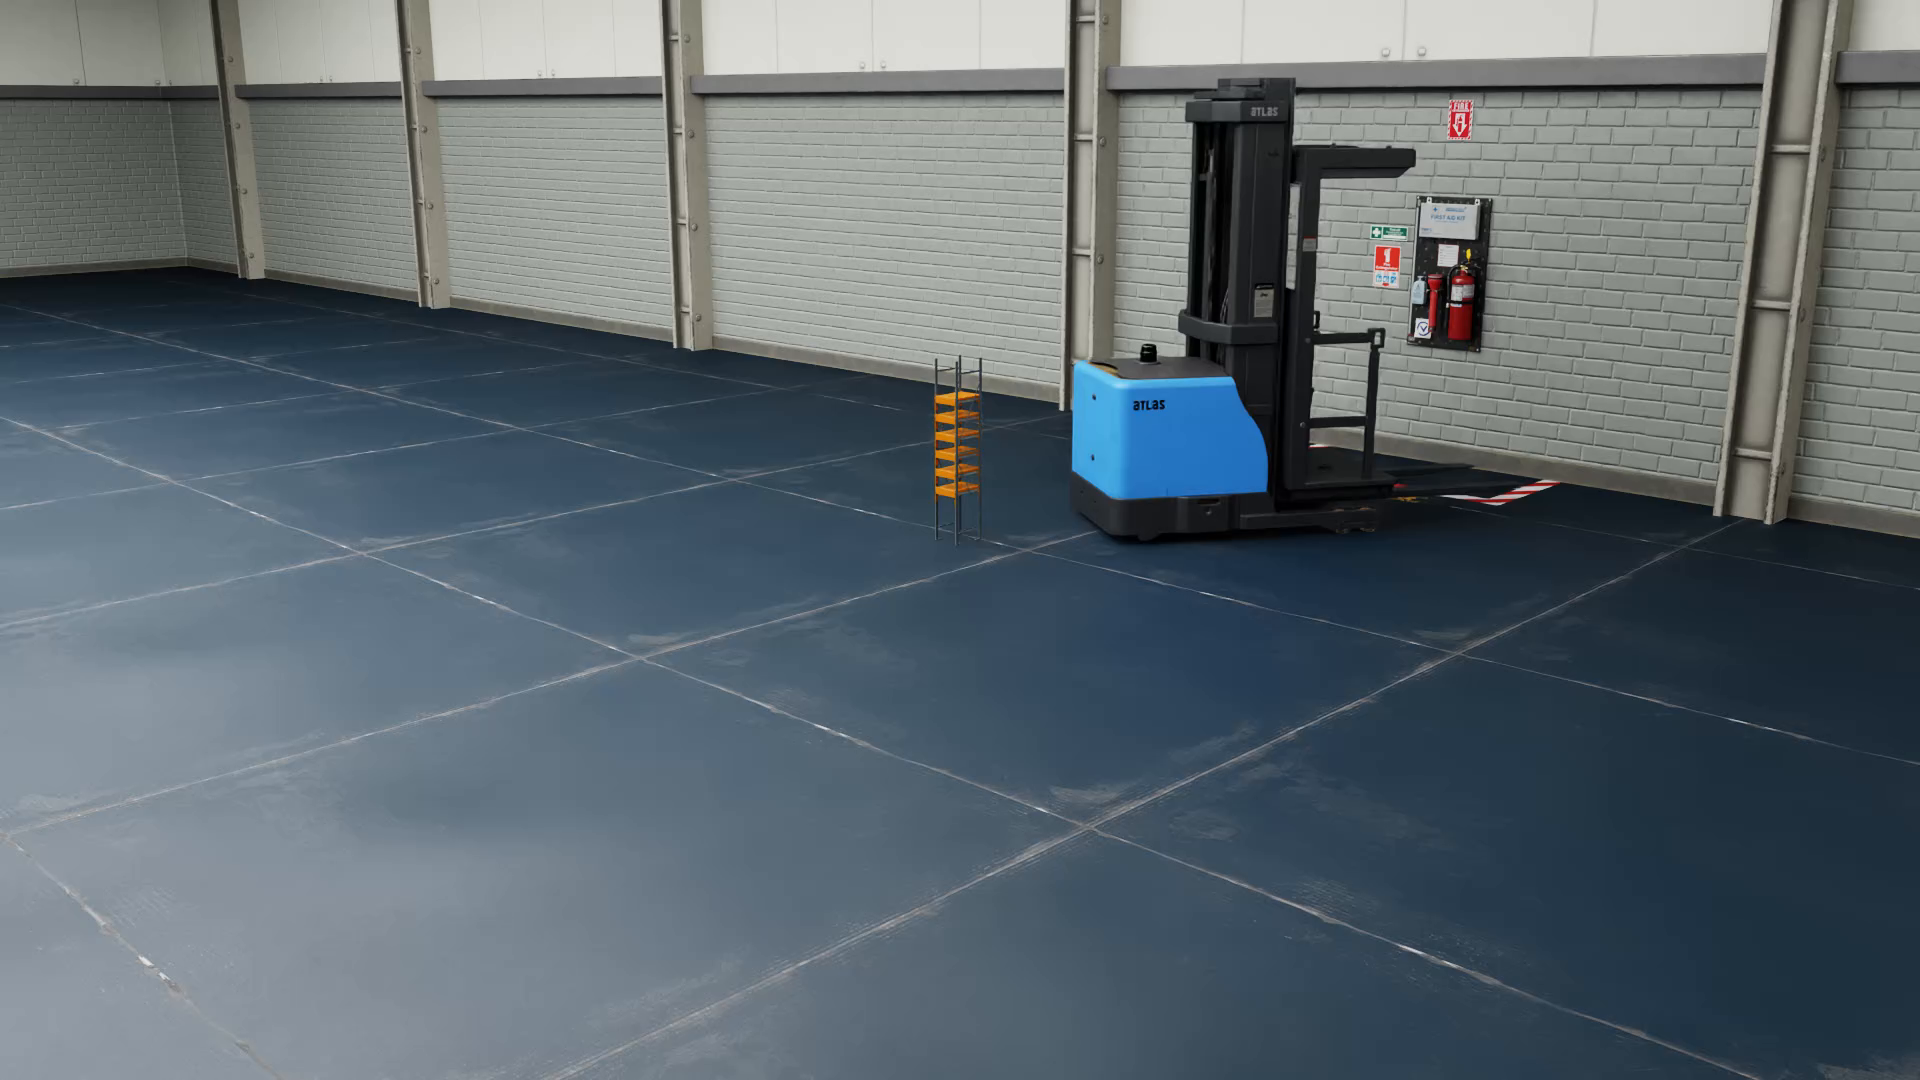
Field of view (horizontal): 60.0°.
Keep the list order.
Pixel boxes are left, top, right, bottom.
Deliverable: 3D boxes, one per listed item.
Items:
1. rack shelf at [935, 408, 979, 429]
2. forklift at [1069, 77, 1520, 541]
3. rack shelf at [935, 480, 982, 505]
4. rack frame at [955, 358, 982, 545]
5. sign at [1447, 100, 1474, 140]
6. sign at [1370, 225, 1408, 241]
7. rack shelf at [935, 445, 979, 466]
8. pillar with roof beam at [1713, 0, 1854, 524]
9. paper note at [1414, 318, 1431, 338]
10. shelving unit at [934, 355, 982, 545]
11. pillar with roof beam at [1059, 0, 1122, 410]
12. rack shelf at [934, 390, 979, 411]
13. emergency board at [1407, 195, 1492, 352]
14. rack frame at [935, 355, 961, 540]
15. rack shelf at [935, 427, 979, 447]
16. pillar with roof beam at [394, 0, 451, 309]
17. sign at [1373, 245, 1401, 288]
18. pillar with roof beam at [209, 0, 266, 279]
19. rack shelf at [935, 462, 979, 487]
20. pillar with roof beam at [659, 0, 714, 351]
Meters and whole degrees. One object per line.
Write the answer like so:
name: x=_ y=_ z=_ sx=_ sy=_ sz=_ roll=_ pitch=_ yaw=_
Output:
rack shelf: x=-0.010 y=-0.772 z=10.741 sx=0.180 sy=0.103 sz=0.258 roll=14 pitch=20 yaw=42
forklift: x=2.339 y=-1.585 z=11.204 sx=3.031 sy=2.935 sz=1.130 roll=-3 pitch=15 yaw=-13
rack shelf: x=-0.010 y=-0.308 z=10.862 sx=0.180 sy=0.103 sz=0.258 roll=14 pitch=20 yaw=42
rack frame: x=0.055 y=-0.567 z=10.729 sx=0.006 sy=1.200 sz=0.240 roll=14 pitch=20 yaw=42
sign: x=3.809 y=-3.199 z=12.664 sx=0.199 sy=0.298 sz=0.001 roll=14 pitch=20 yaw=42
sign: x=3.416 y=-2.445 z=13.244 sx=0.331 sy=0.109 sz=0.001 roll=14 pitch=20 yaw=42
rack shelf: x=-0.010 y=-0.540 z=10.802 sx=0.180 sy=0.103 sz=0.258 roll=14 pitch=20 yaw=42
pillar with roof beam: x=2.510 y=-3.740 z=7.440 sx=0.400 sy=9.000 sz=9.100 roll=14 pitch=20 yaw=42
paper note: x=3.666 y=-1.675 z=13.160 sx=0.142 sy=0.148 sz=0.016 roll=14 pitch=20 yaw=42
shelving unit: x=-0.010 y=-0.583 z=10.791 sx=0.189 sy=1.200 sz=0.258 roll=14 pitch=20 yaw=42
pillar with roof beam: x=-1.809 y=-4.790 z=11.470 sx=0.400 sy=9.000 sz=9.100 roll=14 pitch=20 yaw=42
rack shelf: x=-0.010 y=-0.889 z=10.711 sx=0.180 sy=0.103 sz=0.258 roll=14 pitch=20 yaw=42
emergency board: x=3.746 y=-2.058 z=12.882 sx=0.643 sy=1.169 sz=0.194 roll=14 pitch=20 yaw=42
rack frame: x=-0.076 y=-0.599 z=10.852 sx=0.006 sy=1.200 sz=0.240 roll=14 pitch=20 yaw=42
rack shelf: x=-0.010 y=-0.656 z=10.771 sx=0.180 sy=0.103 sz=0.258 roll=14 pitch=20 yaw=42
pillar with roof beam: x=-10.448 y=-6.890 z=19.530 sx=0.400 sy=9.000 sz=9.100 roll=14 pitch=20 yaw=42
sign: x=3.419 y=-2.191 z=13.320 sx=0.234 sy=0.329 sz=0.001 roll=14 pitch=20 yaw=42
pillar with roof beam: x=-14.767 y=-7.941 z=23.560 sx=0.400 sy=9.000 sz=9.100 roll=14 pitch=20 yaw=42
rack shelf: x=-0.010 y=-0.424 z=10.832 sx=0.180 sy=0.103 sz=0.258 roll=14 pitch=20 yaw=42
pillar with roof beam: x=-6.128 y=-5.840 z=15.500 sx=0.400 sy=9.000 sz=9.100 roll=14 pitch=20 yaw=42
